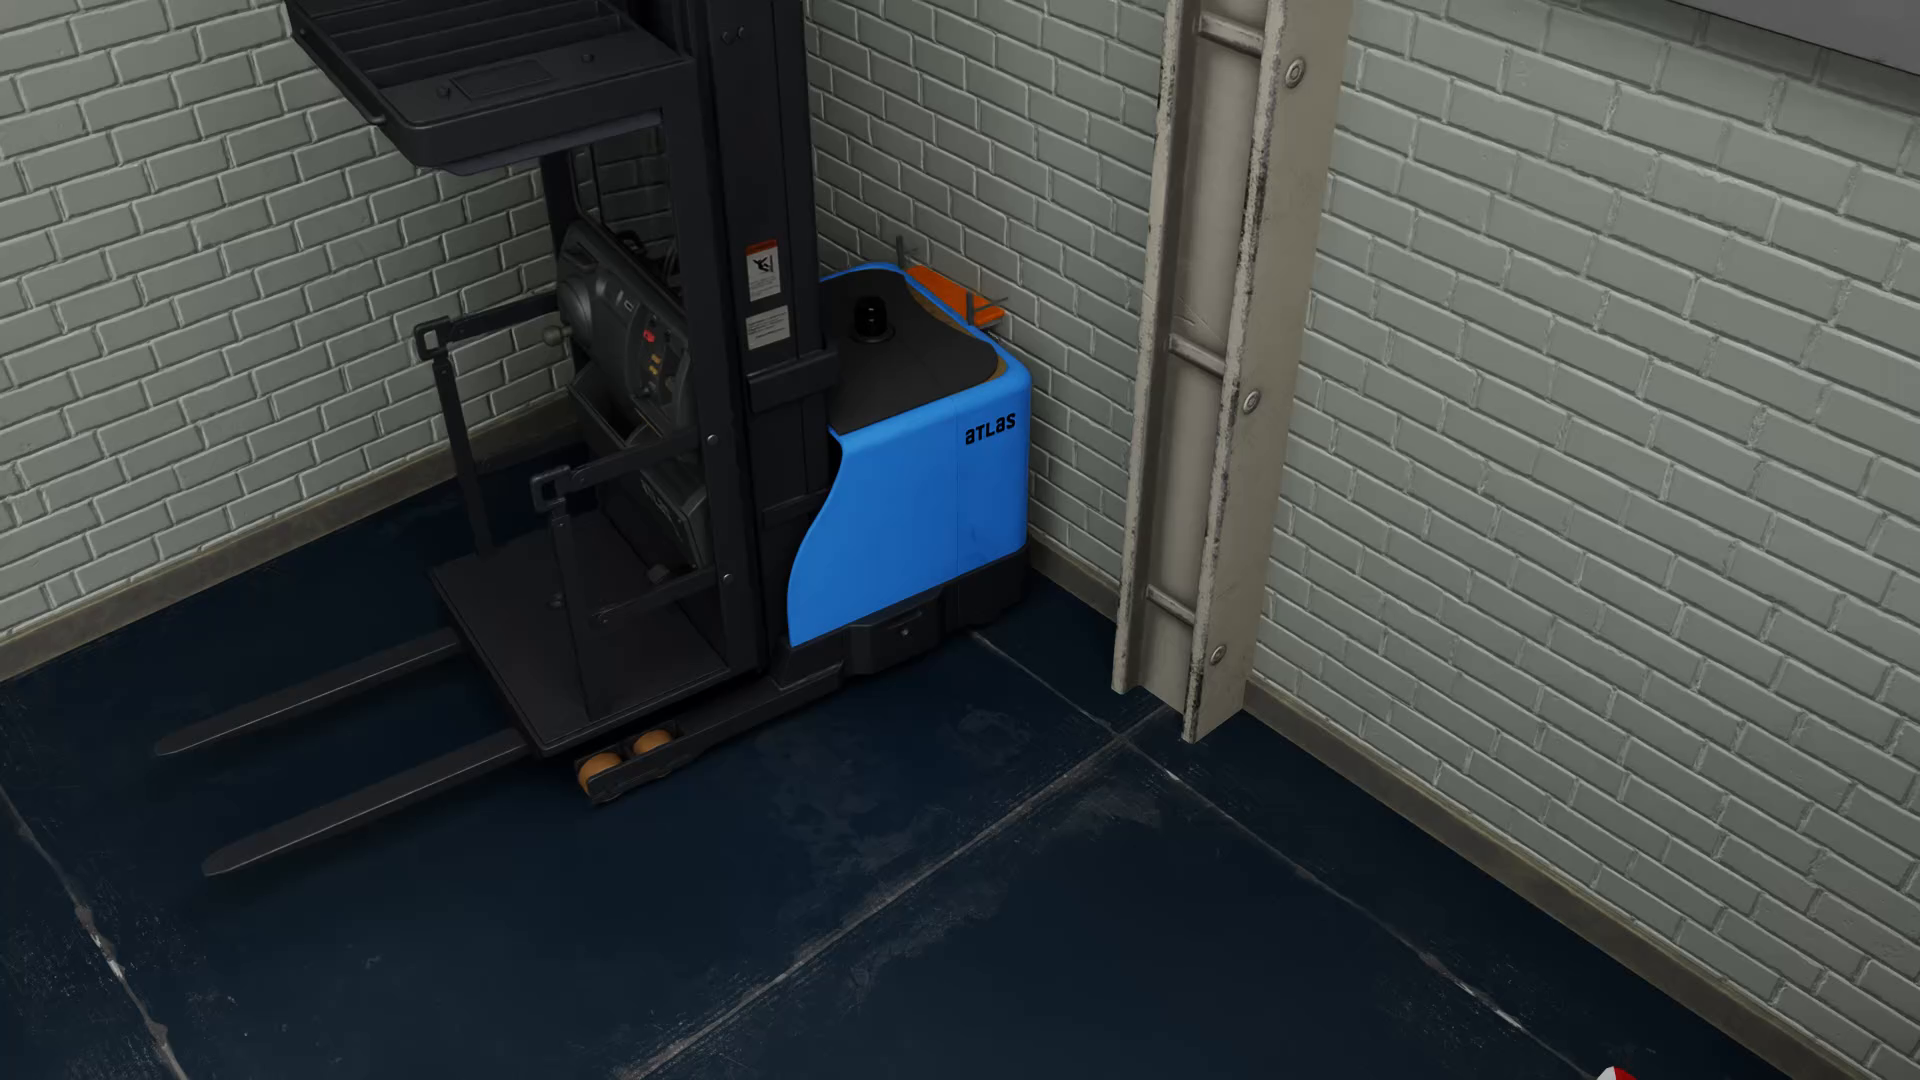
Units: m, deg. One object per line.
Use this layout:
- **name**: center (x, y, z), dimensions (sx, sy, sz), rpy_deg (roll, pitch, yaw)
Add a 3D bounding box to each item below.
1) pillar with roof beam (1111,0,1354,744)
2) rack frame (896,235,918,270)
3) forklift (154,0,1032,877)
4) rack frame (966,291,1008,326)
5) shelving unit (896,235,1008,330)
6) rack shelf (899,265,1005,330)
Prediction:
- **pillar with roof beam**: center (-2.375, -1.107, 0.959), dimensions (9.100, 9.000, 0.400), rpy_deg (-30, 48, -32)
- **rack frame**: center (-0.112, -0.726, 6.670), dimensions (0.240, 1.200, 0.015), rpy_deg (-24, 45, -23)
- **forklift**: center (-1.245, -0.633, 5.201), dimensions (3.031, 2.935, 1.130), rpy_deg (-23, 44, -25)
- **rack frame**: center (0.151, -0.466, 6.351), dimensions (0.240, 1.200, 0.015), rpy_deg (-24, 45, -23)
- **shelving unit**: center (0.019, -0.596, 6.510), dimensions (0.258, 1.200, 0.503), rpy_deg (-24, 45, -23)
- **rack shelf**: center (0.004, -0.894, 6.254), dimensions (0.258, 0.148, 0.480), rpy_deg (-24, 45, -23)
